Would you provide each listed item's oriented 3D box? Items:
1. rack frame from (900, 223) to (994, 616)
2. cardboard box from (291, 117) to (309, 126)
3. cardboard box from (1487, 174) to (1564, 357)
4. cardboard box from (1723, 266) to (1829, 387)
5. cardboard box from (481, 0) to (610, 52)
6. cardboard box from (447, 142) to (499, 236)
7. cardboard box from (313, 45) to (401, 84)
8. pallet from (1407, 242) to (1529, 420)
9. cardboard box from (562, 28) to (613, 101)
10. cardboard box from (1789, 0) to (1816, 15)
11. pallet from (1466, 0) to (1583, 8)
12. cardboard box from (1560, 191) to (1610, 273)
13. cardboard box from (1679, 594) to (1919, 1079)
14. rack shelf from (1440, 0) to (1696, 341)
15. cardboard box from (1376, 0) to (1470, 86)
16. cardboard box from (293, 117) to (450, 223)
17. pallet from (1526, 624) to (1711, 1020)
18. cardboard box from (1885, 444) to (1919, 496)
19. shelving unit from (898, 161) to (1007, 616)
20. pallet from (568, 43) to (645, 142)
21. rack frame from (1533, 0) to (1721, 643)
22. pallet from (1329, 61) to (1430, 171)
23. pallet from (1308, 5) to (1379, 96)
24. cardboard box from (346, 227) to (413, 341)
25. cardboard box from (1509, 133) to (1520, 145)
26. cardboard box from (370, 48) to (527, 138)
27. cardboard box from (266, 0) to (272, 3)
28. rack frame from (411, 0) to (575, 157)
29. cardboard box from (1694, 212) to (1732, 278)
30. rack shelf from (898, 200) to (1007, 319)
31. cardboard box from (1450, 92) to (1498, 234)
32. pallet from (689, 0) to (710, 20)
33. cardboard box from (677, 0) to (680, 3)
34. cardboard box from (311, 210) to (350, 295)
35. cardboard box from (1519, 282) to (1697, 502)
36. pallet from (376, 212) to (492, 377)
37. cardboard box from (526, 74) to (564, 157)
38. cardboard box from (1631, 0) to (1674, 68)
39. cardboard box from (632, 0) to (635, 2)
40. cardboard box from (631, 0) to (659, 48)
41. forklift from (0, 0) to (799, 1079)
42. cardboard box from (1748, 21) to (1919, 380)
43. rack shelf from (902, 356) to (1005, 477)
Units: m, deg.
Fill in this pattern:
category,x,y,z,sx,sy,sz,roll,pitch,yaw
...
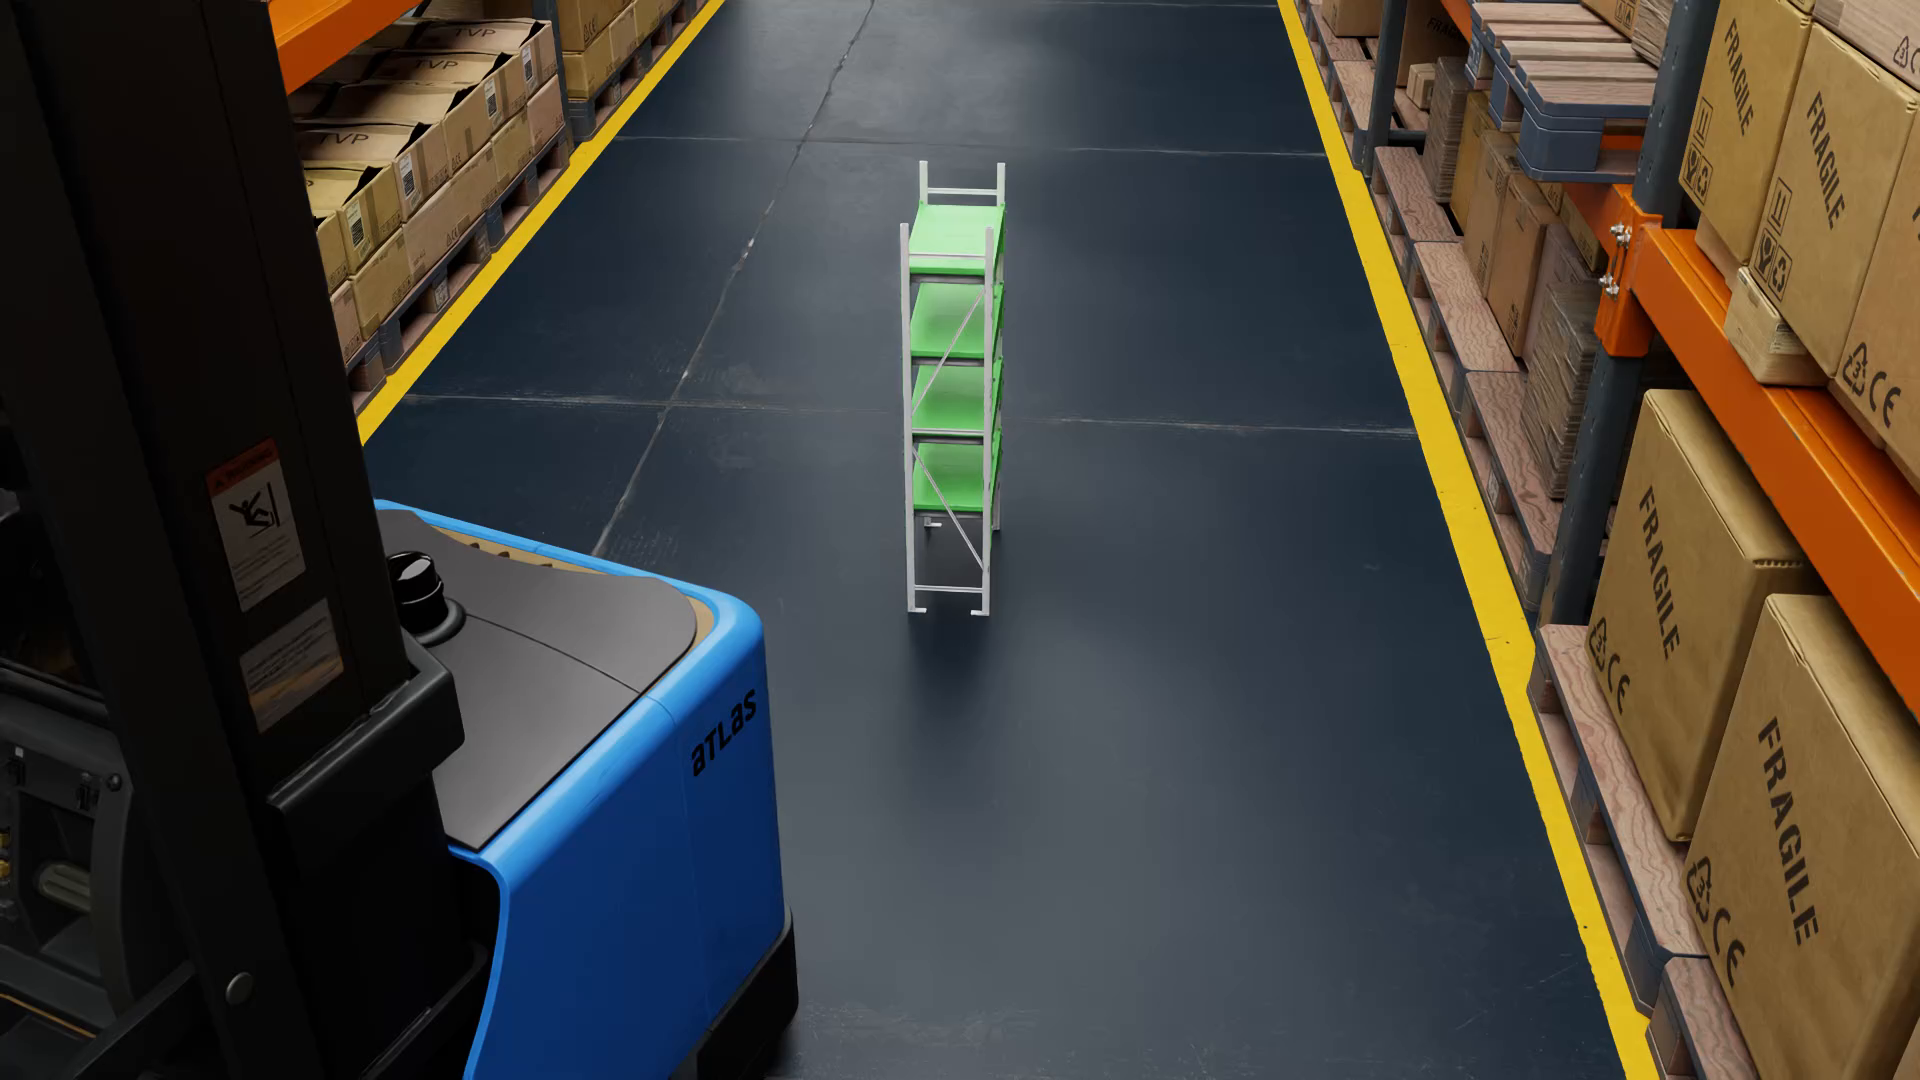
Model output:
category,x,y,z,sx,sy,sz,roll,pitch,yaw
rack frame,-0.033,-0.297,4.588,0.240,1.200,0.015,2,32,4
cardboard box,-2.869,-1.485,6.487,0.500,0.311,0.500,3,32,5
cardboard box,2.325,-0.974,5.934,0.700,0.500,0.500,2,32,4
cardboard box,1.756,-0.419,3.291,0.380,0.149,0.250,3,32,5
cardboard box,-2.114,-2.804,8.447,0.500,0.500,0.500,2,32,4
cardboard box,-2.293,-1.495,7.037,0.500,0.250,0.500,3,32,5
cardboard box,-2.791,-2.028,7.367,0.500,0.311,0.500,2,32,3
pallet,2.315,-0.804,6.354,1.003,0.211,1.213,2,32,4
cardboard box,-2.124,-2.486,8.645,0.500,0.250,0.500,2,32,4
cardboard box,1.852,-1.202,3.229,0.500,0.250,0.500,3,32,5
pallet,2.269,-1.902,5.660,1.003,0.211,1.213,2,32,4
cardboard box,2.264,-1.063,5.364,0.500,0.250,0.500,3,32,5
cardboard box,1.880,0.627,3.023,0.750,0.750,0.750,2,32,4
rack shelf,2.311,-1.686,5.813,1.077,0.370,4.000,2,32,4
cardboard box,2.519,-2.706,8.745,0.500,0.500,0.500,0,32,0
cardboard box,-2.334,-1.475,6.470,0.500,0.311,0.500,2,32,3
pallet,2.009,0.650,3.995,1.003,0.211,1.213,2,32,4
cardboard box,1.845,-0.146,2.849,0.380,0.149,0.250,3,32,5
shelving unit,-0.013,-0.424,4.795,0.258,1.200,0.503,2,32,4
pallet,-2.357,-2.475,9.064,1.003,0.211,1.213,2,32,4
rack frame,2.148,-0.947,3.927,1.000,3.000,0.127,2,32,4
pallet,2.493,-2.204,8.625,1.003,0.211,1.213,2,32,4
pallet,2.590,-2.843,9.663,1.003,0.211,1.213,2,32,4
cardboard box,-2.377,-0.961,6.170,0.500,0.250,0.500,2,32,3
cardboard box,2.360,-1.592,6.223,0.500,0.250,0.500,2,32,3
cardboard box,-2.247,-1.998,7.320,0.500,0.311,0.500,3,32,5
cardboard box,-2.669,-2.077,5.666,0.500,0.500,0.500,1,32,1
rack frame,-2.464,-3.248,7.661,1.000,3.000,0.127,2,32,4
cardboard box,1.891,-0.686,3.724,0.380,0.149,0.250,2,32,3
rack shelf,-0.013,-0.778,4.576,0.258,0.148,0.480,2,32,4
cardboard box,2.439,-1.503,6.794,0.700,0.500,0.500,2,32,3
pallet,-2.158,-3.751,11.135,1.003,0.211,1.213,2,32,4
cardboard box,-1.955,-3.531,10.341,0.500,0.250,0.500,2,32,4
cardboard box,-2.419,-0.940,5.601,0.500,0.311,0.500,2,32,3
cardboard box,2.155,-0.448,5.082,0.700,0.500,0.500,3,32,5
pallet,-2.581,-1.034,6.727,1.003,0.211,1.213,2,32,4
cardboard box,-2.208,-2.027,7.900,0.500,0.250,0.500,2,32,4
cardboard box,2.177,-1.423,4.185,0.700,0.500,0.500,-1,32,-2
cardboard box,-2.032,-3.327,9.296,0.500,0.500,0.500,2,32,4
cardboard box,-2.032,-3.008,9.493,0.500,0.250,0.500,2,32,4
forklift,-1.424,0.370,1.855,1.130,2.935,3.031,14,34,21
cardboard box,1.802,-0.608,2.979,0.500,0.500,0.500,3,32,6
rack shelf,-0.013,-0.370,4.828,0.258,0.148,0.480,2,32,4
